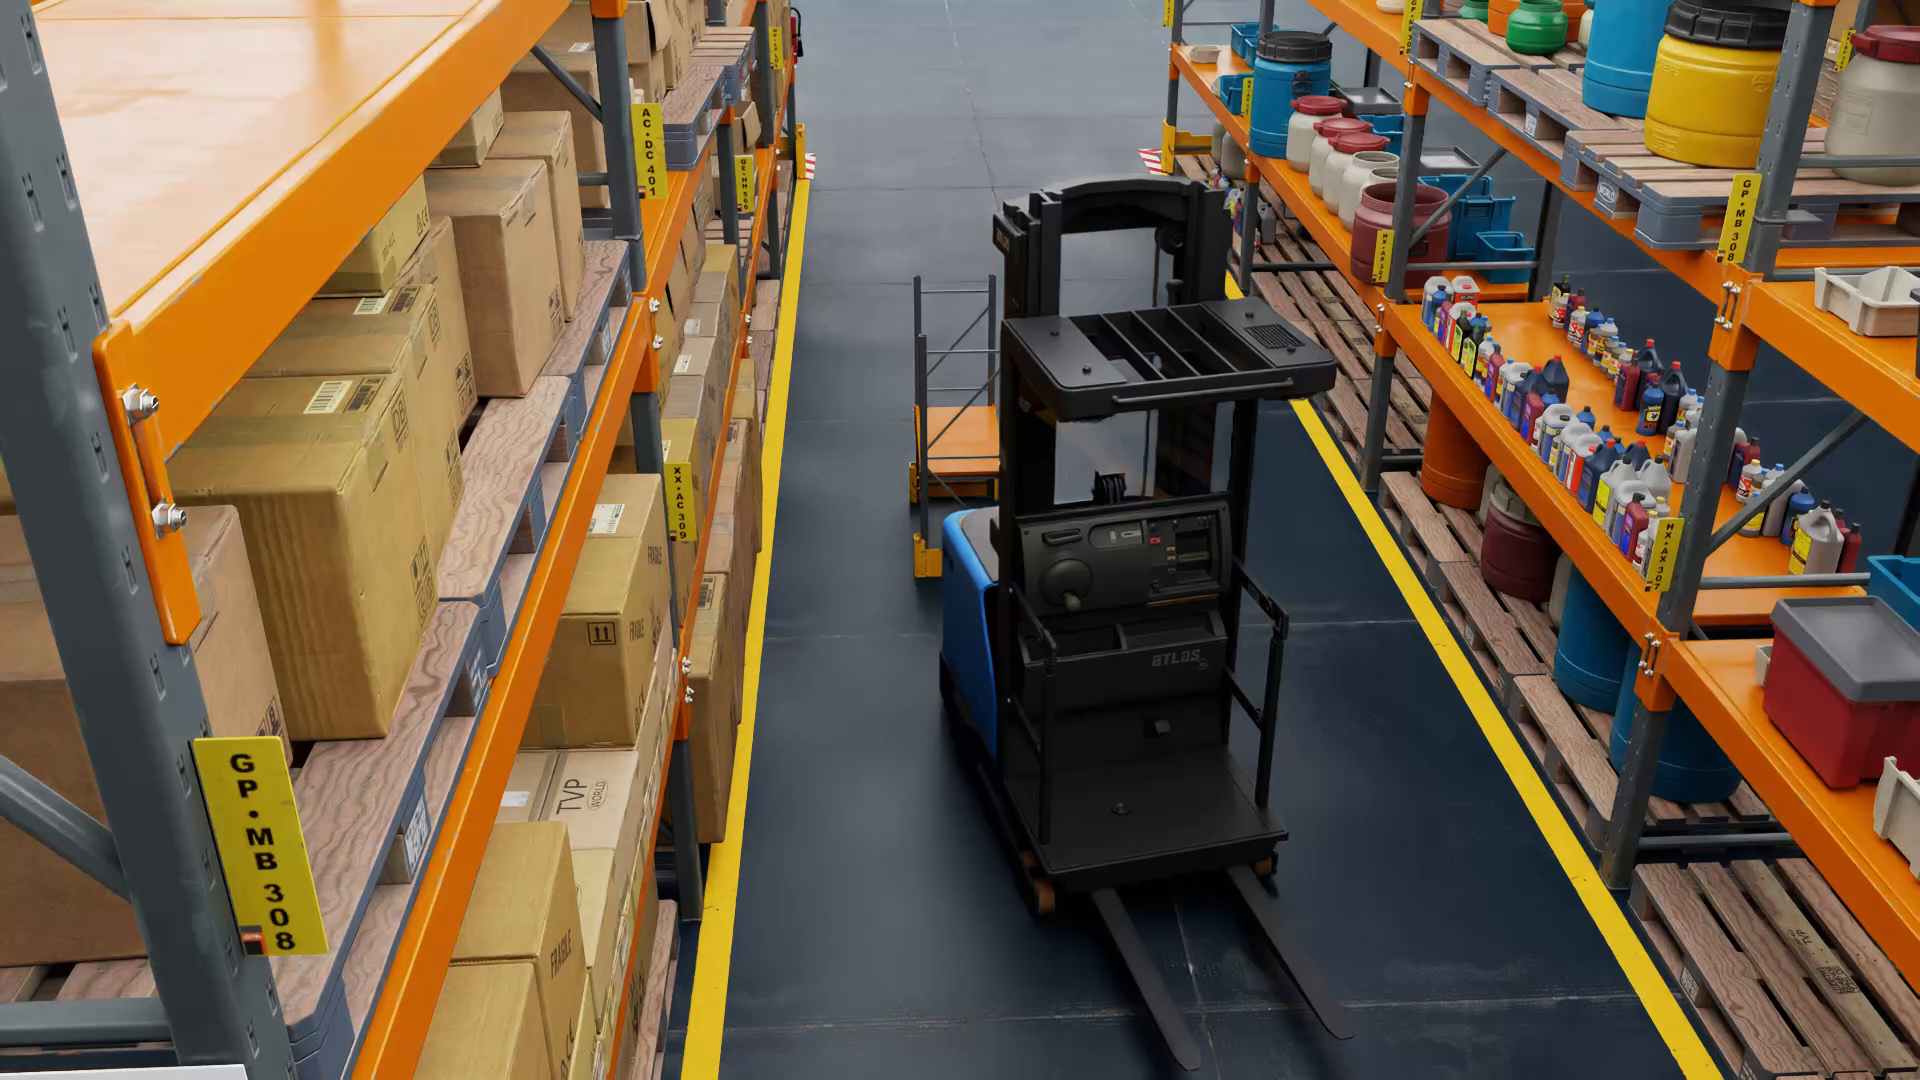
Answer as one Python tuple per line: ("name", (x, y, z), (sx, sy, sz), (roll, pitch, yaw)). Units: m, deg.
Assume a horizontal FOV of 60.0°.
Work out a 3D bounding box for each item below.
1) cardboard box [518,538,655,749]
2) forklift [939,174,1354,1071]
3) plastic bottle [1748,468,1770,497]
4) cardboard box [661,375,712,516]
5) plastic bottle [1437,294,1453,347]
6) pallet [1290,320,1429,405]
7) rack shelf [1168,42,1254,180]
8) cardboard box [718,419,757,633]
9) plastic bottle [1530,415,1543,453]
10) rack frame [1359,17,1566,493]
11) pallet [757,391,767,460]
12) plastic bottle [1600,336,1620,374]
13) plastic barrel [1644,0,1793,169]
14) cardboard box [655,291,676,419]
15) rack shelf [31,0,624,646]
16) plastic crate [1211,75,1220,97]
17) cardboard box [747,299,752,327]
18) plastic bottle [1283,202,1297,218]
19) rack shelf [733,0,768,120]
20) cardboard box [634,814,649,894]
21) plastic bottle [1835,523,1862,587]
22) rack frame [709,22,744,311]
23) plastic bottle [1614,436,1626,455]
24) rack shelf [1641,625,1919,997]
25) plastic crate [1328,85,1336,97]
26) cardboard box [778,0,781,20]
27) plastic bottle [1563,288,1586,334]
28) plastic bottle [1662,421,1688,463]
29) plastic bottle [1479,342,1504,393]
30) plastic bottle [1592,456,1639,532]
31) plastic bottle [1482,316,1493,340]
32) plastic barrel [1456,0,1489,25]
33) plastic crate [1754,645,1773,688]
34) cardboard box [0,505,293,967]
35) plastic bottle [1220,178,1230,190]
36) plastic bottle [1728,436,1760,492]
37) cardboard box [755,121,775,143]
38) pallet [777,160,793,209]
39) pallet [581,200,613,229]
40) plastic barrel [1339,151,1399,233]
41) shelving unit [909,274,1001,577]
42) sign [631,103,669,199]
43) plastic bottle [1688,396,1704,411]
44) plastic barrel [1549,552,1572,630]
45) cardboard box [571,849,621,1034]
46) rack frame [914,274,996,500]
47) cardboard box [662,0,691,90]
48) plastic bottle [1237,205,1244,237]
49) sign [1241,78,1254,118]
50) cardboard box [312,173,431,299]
("cardboard box", (-1.294, 0.331, 5.402), (0.500, 0.500, 0.500), (-1, 28, -2))
("forklift", (0.765, 0.116, 6.858), (1.130, 2.935, 3.031), (-7, 28, -13))
("plastic bottle", (3.693, -0.231, 7.665), (0.097, 0.201, 0.097), (0, 28, 0))
("cardboard box", (-1.434, -0.435, 7.732), (0.500, 0.500, 0.500), (-2, 28, -4))
("plastic bottle", (2.802, -1.263, 9.555), (0.061, 0.283, 0.133), (-1, 28, -3))
("pallet", (3.068, -1.360, 12.629), (1.003, 0.211, 1.213), (-1, 28, -3))
("rack shelf", (2.817, -4.127, 15.698), (1.077, 0.370, 4.000), (-1, 28, -3))
("cardboard box", (-1.761, -0.069, 8.982), (1.225, 0.875, 0.875), (-1, 28, -2))
("plastic bottle", (2.898, -0.538, 8.253), (0.097, 0.201, 0.097), (0, 28, 0))
("rack frame", (3.131, -1.676, 10.219), (1.000, 3.000, 0.127), (-1, 28, -3))
("pallet", (-1.855, -0.680, 11.326), (1.003, 0.211, 1.213), (-1, 28, -3))
("plastic bottle", (3.603, -1.026, 9.188), (0.097, 0.201, 0.097), (0, 28, 0))
("plastic barrel", (3.089, -1.845, 6.642), (0.600, 0.588, 0.600), (0, 28, 0))
("cardboard box", (-1.673, -0.810, 7.366), (0.797, 0.503, 0.637), (-1, 28, -2))
("rack shelf", (-1.502, -0.949, 3.548), (1.077, 0.370, 4.000), (-1, 28, -3))
("plastic crate", (2.584, -4.150, 15.248), (0.530, 0.136, 0.437), (-1, 28, -3))
("cardboard box", (-2.008, -1.985, 13.040), (0.700, 0.500, 0.500), (-2, 28, -3))
("plastic bottle", (3.115, -3.161, 15.537), (0.152, 0.276, 0.135), (-1, 28, -3))
("rack shelf", (-1.920, -3.491, 11.233), (1.077, 0.370, 4.000), (-1, 28, -3))
("cardboard box", (-1.209, 1.011, 5.340), (0.380, 0.149, 0.250), (-1, 28, -2))
("plastic bottle", (3.746, 0.044, 7.049), (0.061, 0.283, 0.133), (-1, 28, -3))
("rack frame", (-1.816, -1.556, 9.990), (1.000, 3.000, 0.127), (-1, 28, -3))
("plastic bottle", (3.074, -0.359, 7.833), (0.097, 0.271, 0.097), (0, 28, 0))
("rack shelf", (3.444, 1.414, 5.073), (1.077, 0.370, 4.000), (-1, 28, -3))
("plastic crate", (3.021, -3.740, 14.244), (0.767, 0.338, 0.504), (-1, 28, -3))
("cardboard box", (-1.884, -4.929, 14.946), (0.500, 0.500, 0.500), (-1, 28, -3))
("plastic bottle", (3.590, -1.341, 9.703), (0.061, 0.283, 0.133), (-1, 28, -3))
("plastic bottle", (3.512, -0.486, 8.154), (0.097, 0.201, 0.097), (0, 28, 0))
("plastic bottle", (2.857, -0.930, 8.928), (0.097, 0.271, 0.097), (0, 28, 0))
("plastic bottle", (2.965, -0.223, 7.487), (0.144, 0.351, 0.185), (-1, 28, -3))
("plastic bottle", (2.978, -1.178, 9.479), (0.097, 0.201, 0.097), (0, 28, 0))
("plastic barrel", (3.067, -3.049, 9.777), (0.294, 0.245, 0.294), (0, 28, 0))
("plastic crate", (3.221, 0.480, 6.306), (0.396, 0.136, 0.243), (-1, 28, -3))
("cardboard box", (-1.479, 0.295, 2.527), (0.700, 0.500, 0.500), (-3, 28, -6))
("plastic bottle", (2.520, -3.306, 15.820), (0.097, 0.271, 0.097), (0, 28, 0))
("plastic bottle", (3.700, -0.366, 7.835), (0.061, 0.283, 0.133), (-1, 28, -3))
("cardboard box", (-1.735, -3.398, 13.794), (0.380, 0.149, 0.250), (-1, 28, -3))
("pallet", (-2.222, -3.603, 16.930), (1.003, 0.211, 1.213), (-1, 28, -3))
("pallet", (-1.704, -1.376, 6.608), (0.805, 0.209, 1.217), (-2, 28, -5))
("plastic barrel", (2.842, -2.390, 11.467), (0.421, 0.512, 0.421), (0, 28, 0))
("shelving unit", (-0.004, -0.700, 9.971), (0.587, 1.500, 1.083), (-1, 28, -3))
("sign", (-1.053, -1.317, 5.643), (0.100, 0.325, 0.005), (-1, 28, -3))
("plastic bottle", (3.657, -0.583, 8.264), (0.097, 0.271, 0.097), (0, 28, 0))
("plastic barrel", (3.351, 0.247, 8.769), (0.421, 0.512, 0.421), (0, 28, 0))
("cardboard box", (-1.242, 1.132, 4.676), (0.500, 0.250, 0.500), (-2, 28, -4))
("rack frame", (-0.031, -0.939, 10.429), (0.500, 1.500, 0.032), (-1, 28, -3))
("cardboard box", (-1.579, -2.440, 7.879), (0.500, 0.500, 0.500), (0, 28, 0))
("plastic bottle", (2.590, -2.922, 14.998), (0.144, 0.351, 0.185), (-3, 28, -5))
("sign", (2.372, -3.637, 13.681), (0.100, 0.325, 0.005), (-1, 28, -3))
("cardboard box", (-1.493, -0.732, 3.685), (0.500, 0.250, 0.500), (-2, 28, -4))
